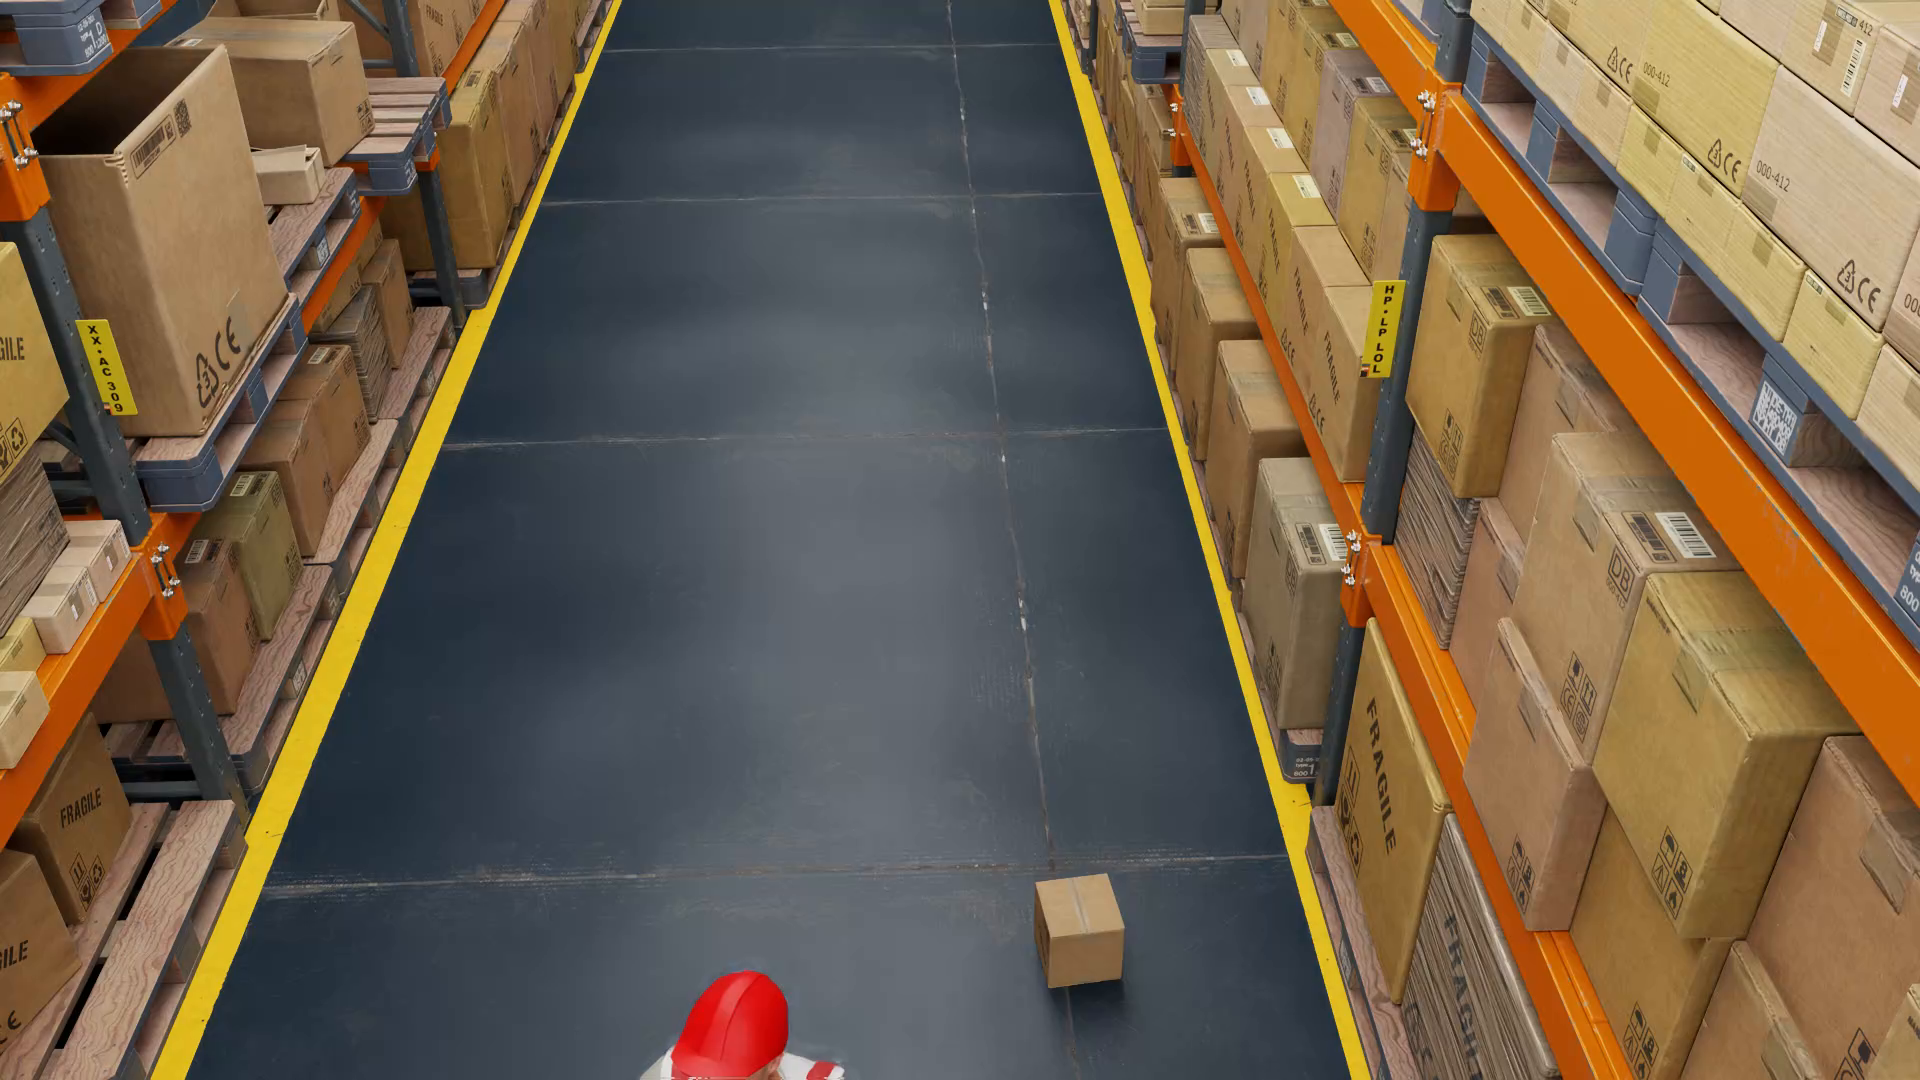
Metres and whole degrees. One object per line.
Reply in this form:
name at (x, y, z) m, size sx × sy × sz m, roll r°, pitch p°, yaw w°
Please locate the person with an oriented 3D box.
person at (-0.457, 1.669, 3.738) m, size 0.588 × 1.843 × 0.519 m, roll 9°, pitch 36°, yaw 13°
